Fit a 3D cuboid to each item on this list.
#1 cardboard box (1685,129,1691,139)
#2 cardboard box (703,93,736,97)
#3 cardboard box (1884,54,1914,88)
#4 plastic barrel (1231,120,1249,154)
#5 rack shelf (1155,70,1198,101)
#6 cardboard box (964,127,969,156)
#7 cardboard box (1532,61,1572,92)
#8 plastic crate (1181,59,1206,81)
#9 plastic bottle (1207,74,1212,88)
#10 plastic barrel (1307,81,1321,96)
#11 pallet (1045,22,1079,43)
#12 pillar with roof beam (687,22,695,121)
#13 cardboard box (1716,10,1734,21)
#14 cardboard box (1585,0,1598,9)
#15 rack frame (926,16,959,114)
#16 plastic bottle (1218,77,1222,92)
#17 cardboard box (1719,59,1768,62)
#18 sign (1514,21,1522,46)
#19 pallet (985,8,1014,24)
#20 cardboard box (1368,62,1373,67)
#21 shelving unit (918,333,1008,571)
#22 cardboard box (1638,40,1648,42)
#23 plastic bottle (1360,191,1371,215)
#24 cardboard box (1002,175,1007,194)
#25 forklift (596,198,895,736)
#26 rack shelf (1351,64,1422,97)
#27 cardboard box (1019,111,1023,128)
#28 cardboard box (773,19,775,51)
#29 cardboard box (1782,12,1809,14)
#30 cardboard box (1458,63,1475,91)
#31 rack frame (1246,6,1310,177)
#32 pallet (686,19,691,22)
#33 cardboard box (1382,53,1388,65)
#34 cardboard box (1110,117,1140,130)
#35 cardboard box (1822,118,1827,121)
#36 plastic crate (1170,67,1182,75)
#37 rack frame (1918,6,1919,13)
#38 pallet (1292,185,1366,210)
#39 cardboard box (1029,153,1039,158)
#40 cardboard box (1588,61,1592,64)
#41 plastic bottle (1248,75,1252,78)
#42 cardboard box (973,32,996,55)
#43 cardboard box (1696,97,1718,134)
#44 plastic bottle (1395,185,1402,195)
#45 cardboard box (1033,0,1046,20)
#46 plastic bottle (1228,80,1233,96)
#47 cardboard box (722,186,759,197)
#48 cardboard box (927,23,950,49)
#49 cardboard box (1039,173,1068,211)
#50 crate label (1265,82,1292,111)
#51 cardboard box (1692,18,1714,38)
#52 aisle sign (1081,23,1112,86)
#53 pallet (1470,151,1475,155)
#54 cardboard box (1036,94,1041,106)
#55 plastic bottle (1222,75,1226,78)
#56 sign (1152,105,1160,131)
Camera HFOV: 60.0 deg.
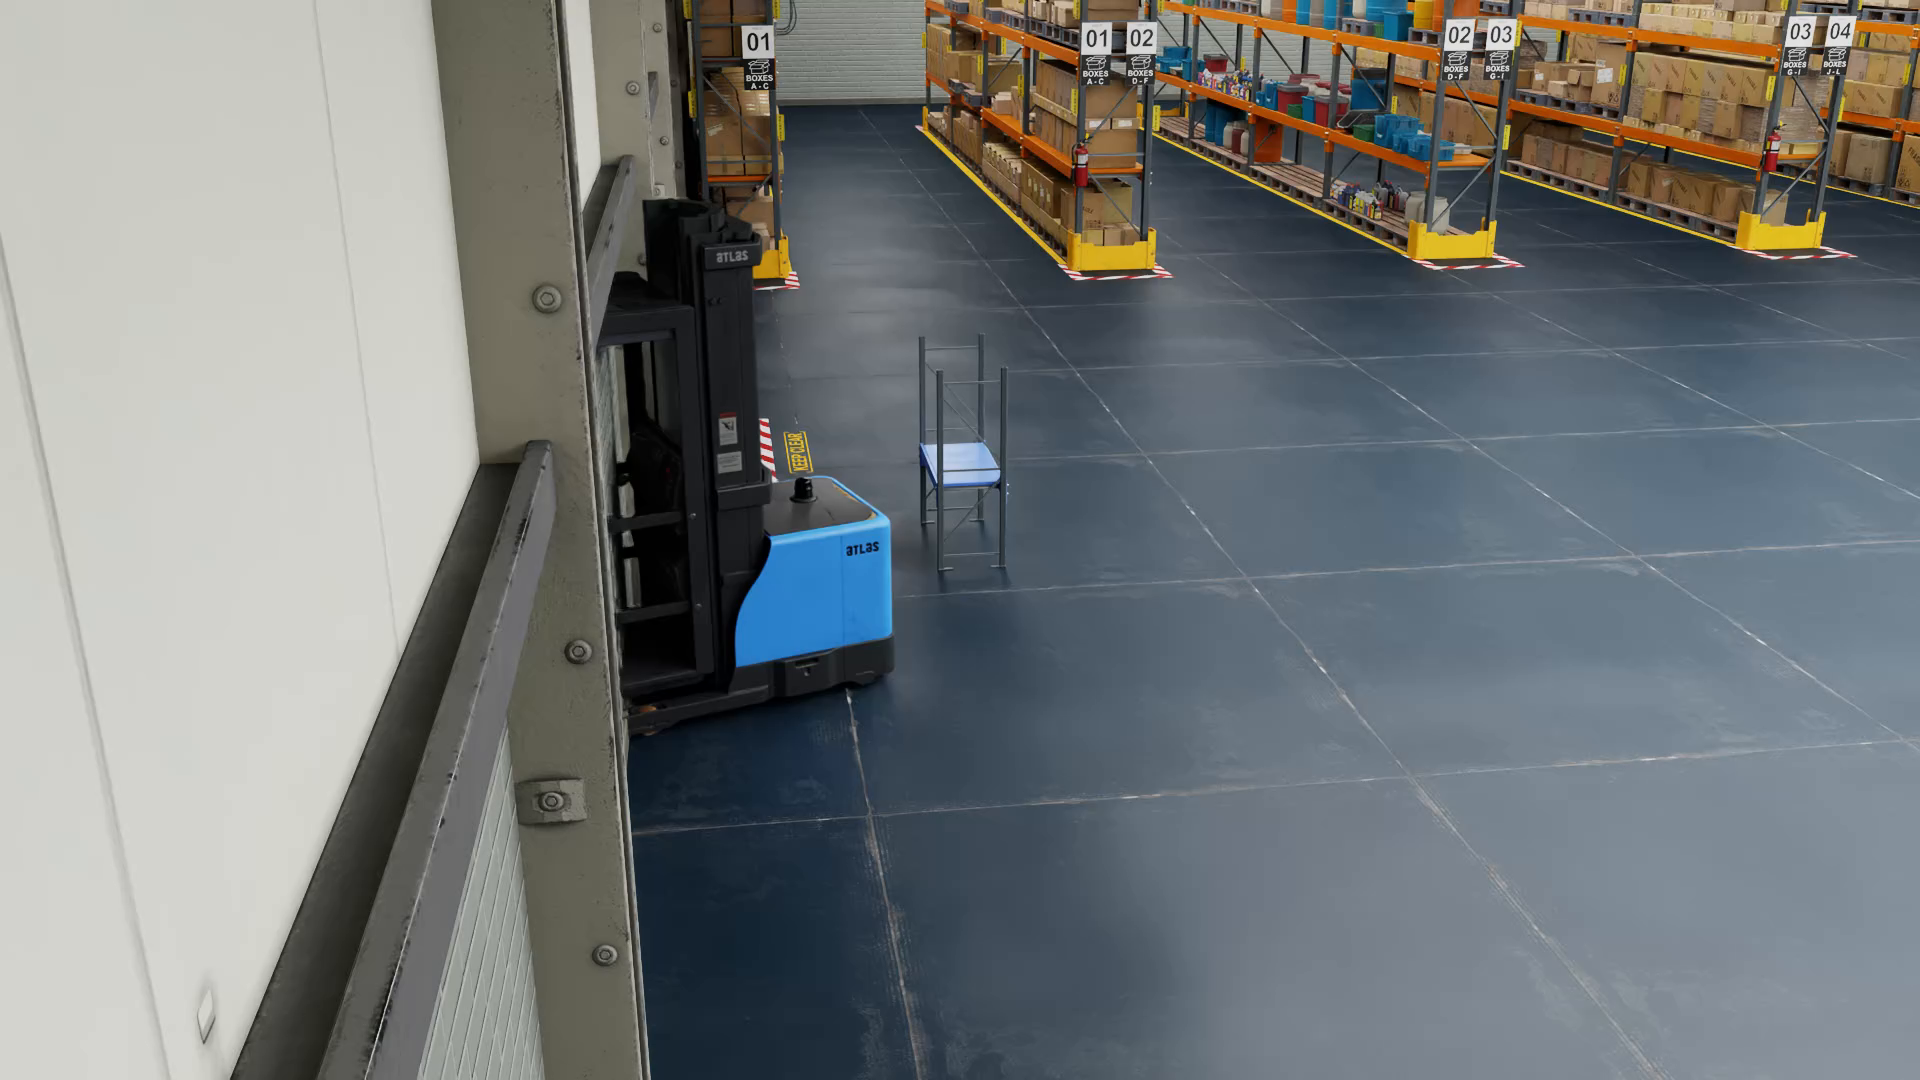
[{"bbox_3d":[11.322,-6.204,25.397,0.380,0.149,0.250,-3,21,-8],"label":"cardboard box"},{"bbox_3d":[-3.495,-6.202,24.149,0.500,0.500,0.500,-3,21,-8],"label":"cardboard box"},{"bbox_3d":[16.123,-7.916,28.051,0.700,0.500,0.500,-3,21,-9],"label":"cardboard box"},{"bbox_3d":[5.550,-7.775,32.094,0.600,0.588,0.708,-3,21,-8],"label":"plastic barrel"},{"bbox_3d":[4.935,-9.889,35.935,1.077,0.370,4.000,-3,21,-8],"label":"rack shelf"},{"bbox_3d":[0.375,-7.608,31.743,0.500,0.500,0.500,-4,21,-10],"label":"cardboard box"},{"bbox_3d":[10.819,-8.457,30.330,0.500,0.500,0.500,-6,21,-14],"label":"cardboard box"},{"bbox_3d":[4.819,-9.699,34.334,0.392,0.384,0.575,-3,21,-8],"label":"plastic crate"},{"bbox_3d":[4.956,-9.126,33.047,0.097,0.271,0.097,0,20,0],"label":"plastic bottle"},{"bbox_3d":[6.220,-7.710,28.912,0.421,0.512,0.421,0,20,0],"label":"plastic barrel"},{"bbox_3d":[1.796,-7.164,23.448,1.003,0.211,1.213,-3,21,-8],"label":"pallet"},{"bbox_3d":[-2.142,-14.338,38.243,9.100,9.000,0.400,-3,21,-8],"label":"pillar with roof beam"},{"bbox_3d":[11.325,-7.682,24.354,0.380,0.149,0.250,-4,21,-10],"label":"cardboard box"},{"bbox_3d":[10.909,-9.150,28.375,0.380,0.166,0.250,-3,21,-9],"label":"cardboard box"},{"bbox_3d":[-0.255,-10.670,36.998,1.000,3.000,0.127,-3,21,-8],"label":"rack frame"},{"bbox_3d":[5.070,-8.852,32.312,0.097,0.271,0.097,0,20,0],"label":"plastic bottle"},{"bbox_3d":[11.828,-7.007,25.192,0.500,0.500,0.500,-3,21,-8],"label":"cardboard box"},{"bbox_3d":[7.498,-6.815,22.375,0.100,0.325,0.005,-3,21,-8],"label":"sign"},{"bbox_3d":[1.084,-8.987,28.473,1.213,0.211,1.003,-2,21,-5],"label":"pallet"},{"bbox_3d":[9.387,-10.644,37.286,0.380,0.149,0.250,-3,21,-9],"label":"cardboard box"},{"bbox_3d":[0.012,-0.673,12.375,0.538,1.500,1.048,-3,21,-8],"label":"shelving unit"},{"bbox_3d":[14.712,-10.802,35.355,0.500,0.500,0.500,-4,21,-10],"label":"cardboard box"},{"bbox_3d":[6.198,-5.152,25.380,0.144,0.351,0.185,-2,21,-6],"label":"plastic bottle"},{"bbox_3d":[0.983,-5.905,27.570,0.500,0.250,0.500,-2,21,-7],"label":"cardboard box"},{"bbox_3d":[-1.957,-0.417,9.643,3.031,2.935,1.130,-10,23,-25],"label":"forklift"},{"bbox_3d":[9.836,-10.139,36.604,1.077,0.370,4.000,-3,21,-8],"label":"rack shelf"},{"bbox_3d":[1.166,-6.748,26.687,0.396,0.266,0.258,-3,21,-9],"label":"cardboard box"},{"bbox_3d":[-2.693,-6.657,21.794,0.500,0.500,0.500,-2,21,-4],"label":"cardboard box"},{"bbox_3d":[11.944,-7.433,23.689,0.380,0.149,0.250,-3,21,-9],"label":"cardboard box"},{"bbox_3d":[10.168,-9.133,32.738,0.500,0.500,0.500,-3,21,-7],"label":"cardboard box"},{"bbox_3d":[5.800,-8.149,30.247,1.000,3.000,0.127,-3,21,-8],"label":"rack frame"},{"bbox_3d":[-4.149,-9.186,29.007,1.213,0.211,1.003,-2,21,-5],"label":"pallet"},{"bbox_3d":[9.581,-10.524,36.394,0.500,0.250,0.500,-3,21,-9],"label":"cardboard box"},{"bbox_3d":[2.208,-5.628,22.427,0.380,0.149,0.250,-3,21,-8],"label":"cardboard box"},{"bbox_3d":[15.623,-7.541,31.235,1.050,0.750,0.750,-3,21,-8],"label":"cardboard box"},{"bbox_3d":[4.675,-10.026,35.564,0.293,0.136,0.466,-3,21,-8],"label":"plastic crate"},{"bbox_3d":[16.201,-10.039,26.734,1.000,3.000,0.127,-3,21,-8],"label":"rack frame"},{"bbox_3d":[6.225,-5.728,27.750,1.003,0.211,1.213,-3,21,-8],"label":"pallet"},{"bbox_3d":[1.439,-6.375,28.025,0.500,0.311,0.500,-2,21,-6],"label":"cardboard box"},{"bbox_3d":[14.444,-10.777,37.644,0.380,0.149,0.250,-3,21,-8],"label":"cardboard box"},{"bbox_3d":[5.745,-9.008,32.724,0.152,0.276,0.135,-3,21,-8],"label":"plastic bottle"},{"bbox_3d":[0.532,-9.978,33.572,0.500,0.500,0.500,-2,21,-6],"label":"cardboard box"},{"bbox_3d":[11.582,-6.349,24.860,0.875,0.500,0.500,-3,21,-8],"label":"cardboard box"},{"bbox_3d":[6.829,-5.342,25.890,0.144,0.351,0.185,-3,21,-8],"label":"plastic bottle"},{"bbox_3d":[1.364,-7.767,24.263,0.500,0.311,0.500,-4,21,-11],"label":"cardboard box"},{"bbox_3d":[5.155,-8.608,31.644,0.061,0.283,0.133,-3,21,-8],"label":"plastic bottle"},{"bbox_3d":[-3.238,-4.942,24.605,0.500,0.500,0.500,-4,21,-12],"label":"cardboard box"},{"bbox_3d":[-0.452,-11.018,36.358,0.500,0.500,0.500,-2,21,-6],"label":"cardboard box"},{"bbox_3d":[1.450,-5.080,24.288,0.500,0.500,0.500,-3,21,-8],"label":"cardboard box"},{"bbox_3d":[5.676,-7.808,29.283,0.502,0.435,0.616,-3,21,-8],"label":"crate label"},{"bbox_3d":[11.316,-7.642,24.818,0.500,0.250,0.500,-3,21,-9],"label":"cardboard box"},{"bbox_3d":[1.770,-6.311,21.610,0.394,0.787,0.004,-3,21,-8],"label":"aisle sign"},{"bbox_3d":[10.490,-7.791,33.273,1.003,0.211,1.213,-3,21,-8],"label":"pallet"},{"bbox_3d":[1.358,-6.676,25.235,0.380,0.149,0.250,-3,21,-7],"label":"cardboard box"},{"bbox_3d":[5.197,-8.983,32.658,0.152,0.276,0.135,-3,21,-8],"label":"plastic bottle"},{"bbox_3d":[2.601,-5.599,22.070,0.100,0.325,0.005,-3,21,-8],"label":"sign"}]
